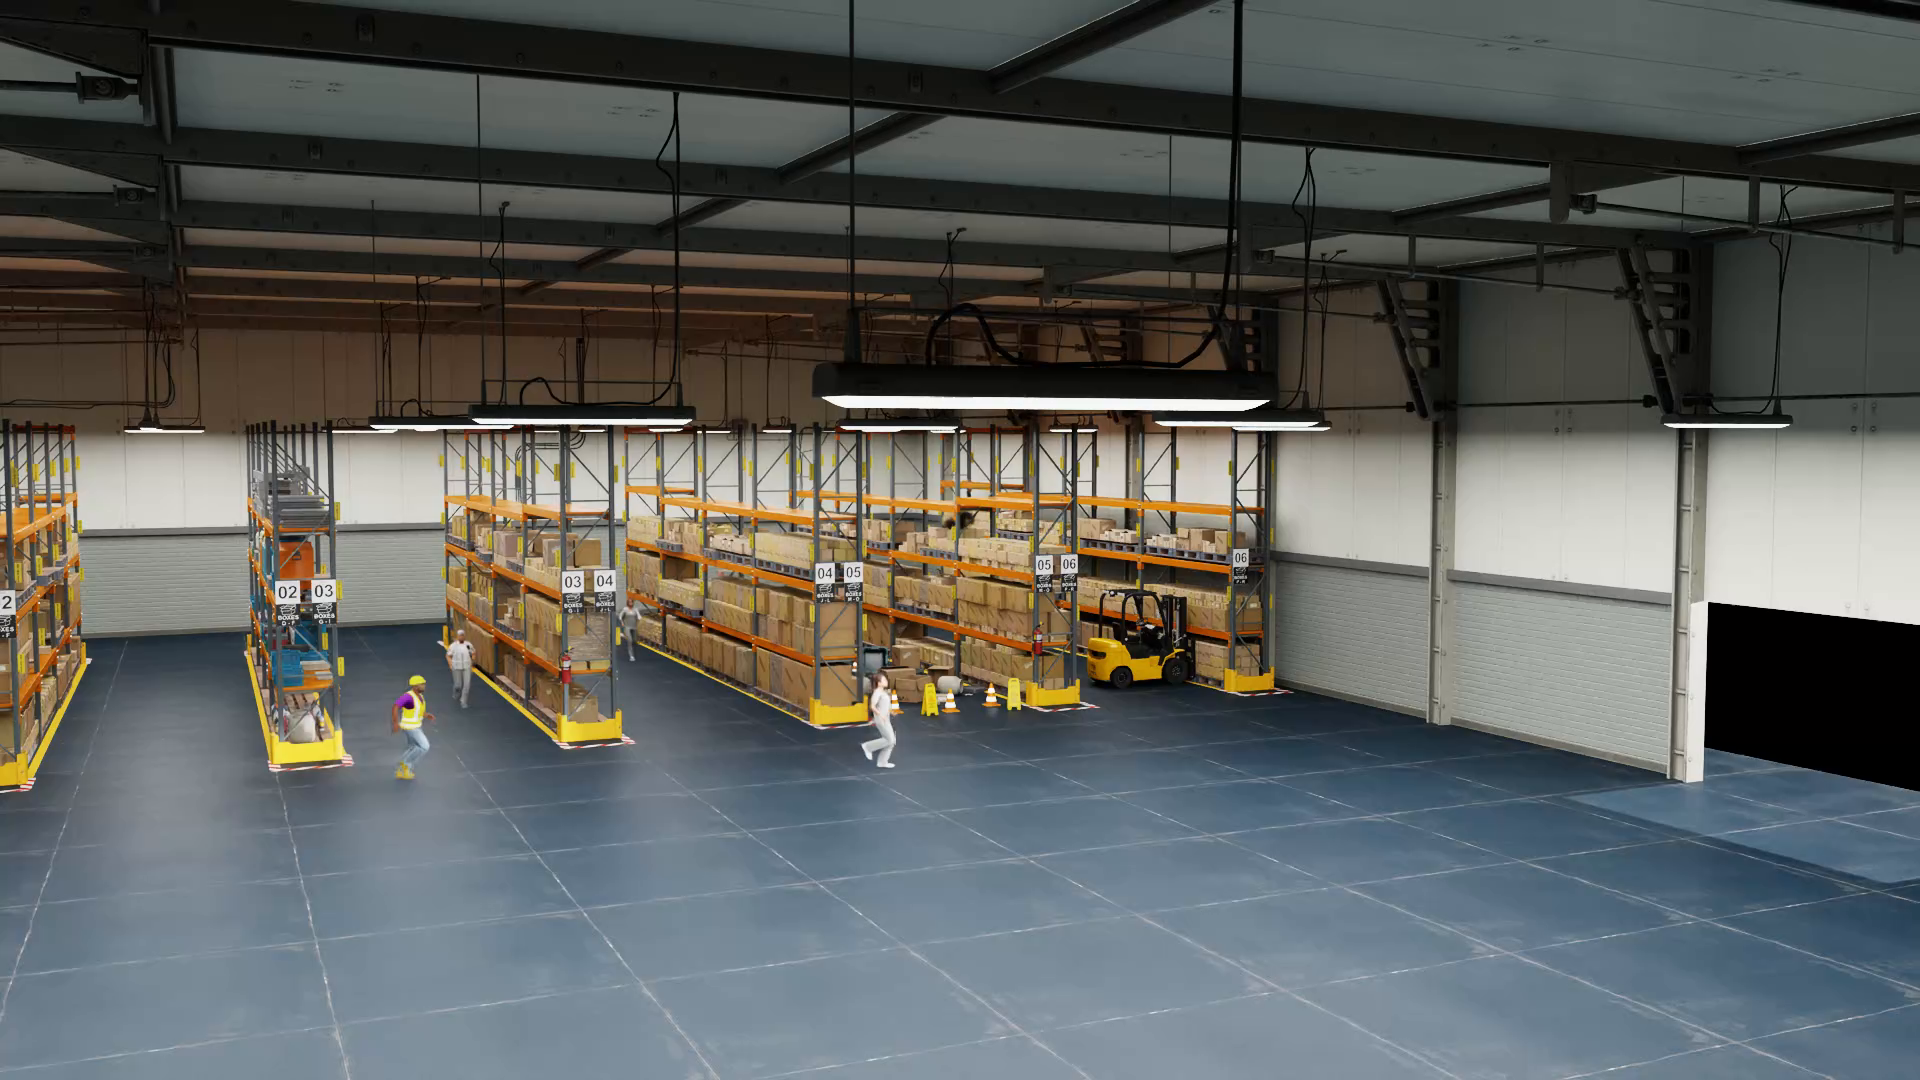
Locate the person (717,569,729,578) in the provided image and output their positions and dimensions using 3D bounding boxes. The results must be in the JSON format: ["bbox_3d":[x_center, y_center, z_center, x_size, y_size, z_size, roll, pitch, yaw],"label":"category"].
[{"bbox_3d":[-6.907,1.746,50.363,1.093,1.753,0.749,-2,4,-31],"label":"person"}]

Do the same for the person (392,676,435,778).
[{"bbox_3d":[-9.116,3.119,27.754,0.665,1.702,0.710,0,4,-2],"label":"person"}]

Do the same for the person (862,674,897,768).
[{"bbox_3d":[-1.395,3.119,28.728,0.573,1.626,0.565,1,4,9],"label":"person"}]

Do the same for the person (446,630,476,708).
[{"bbox_3d":[-10.572,2.720,35.291,0.615,1.630,0.587,-2,4,-25],"label":"person"}]

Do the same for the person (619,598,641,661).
[{"bbox_3d":[-8.412,2.277,42.460,0.545,1.552,0.853,-2,4,-24],"label":"person"}]
